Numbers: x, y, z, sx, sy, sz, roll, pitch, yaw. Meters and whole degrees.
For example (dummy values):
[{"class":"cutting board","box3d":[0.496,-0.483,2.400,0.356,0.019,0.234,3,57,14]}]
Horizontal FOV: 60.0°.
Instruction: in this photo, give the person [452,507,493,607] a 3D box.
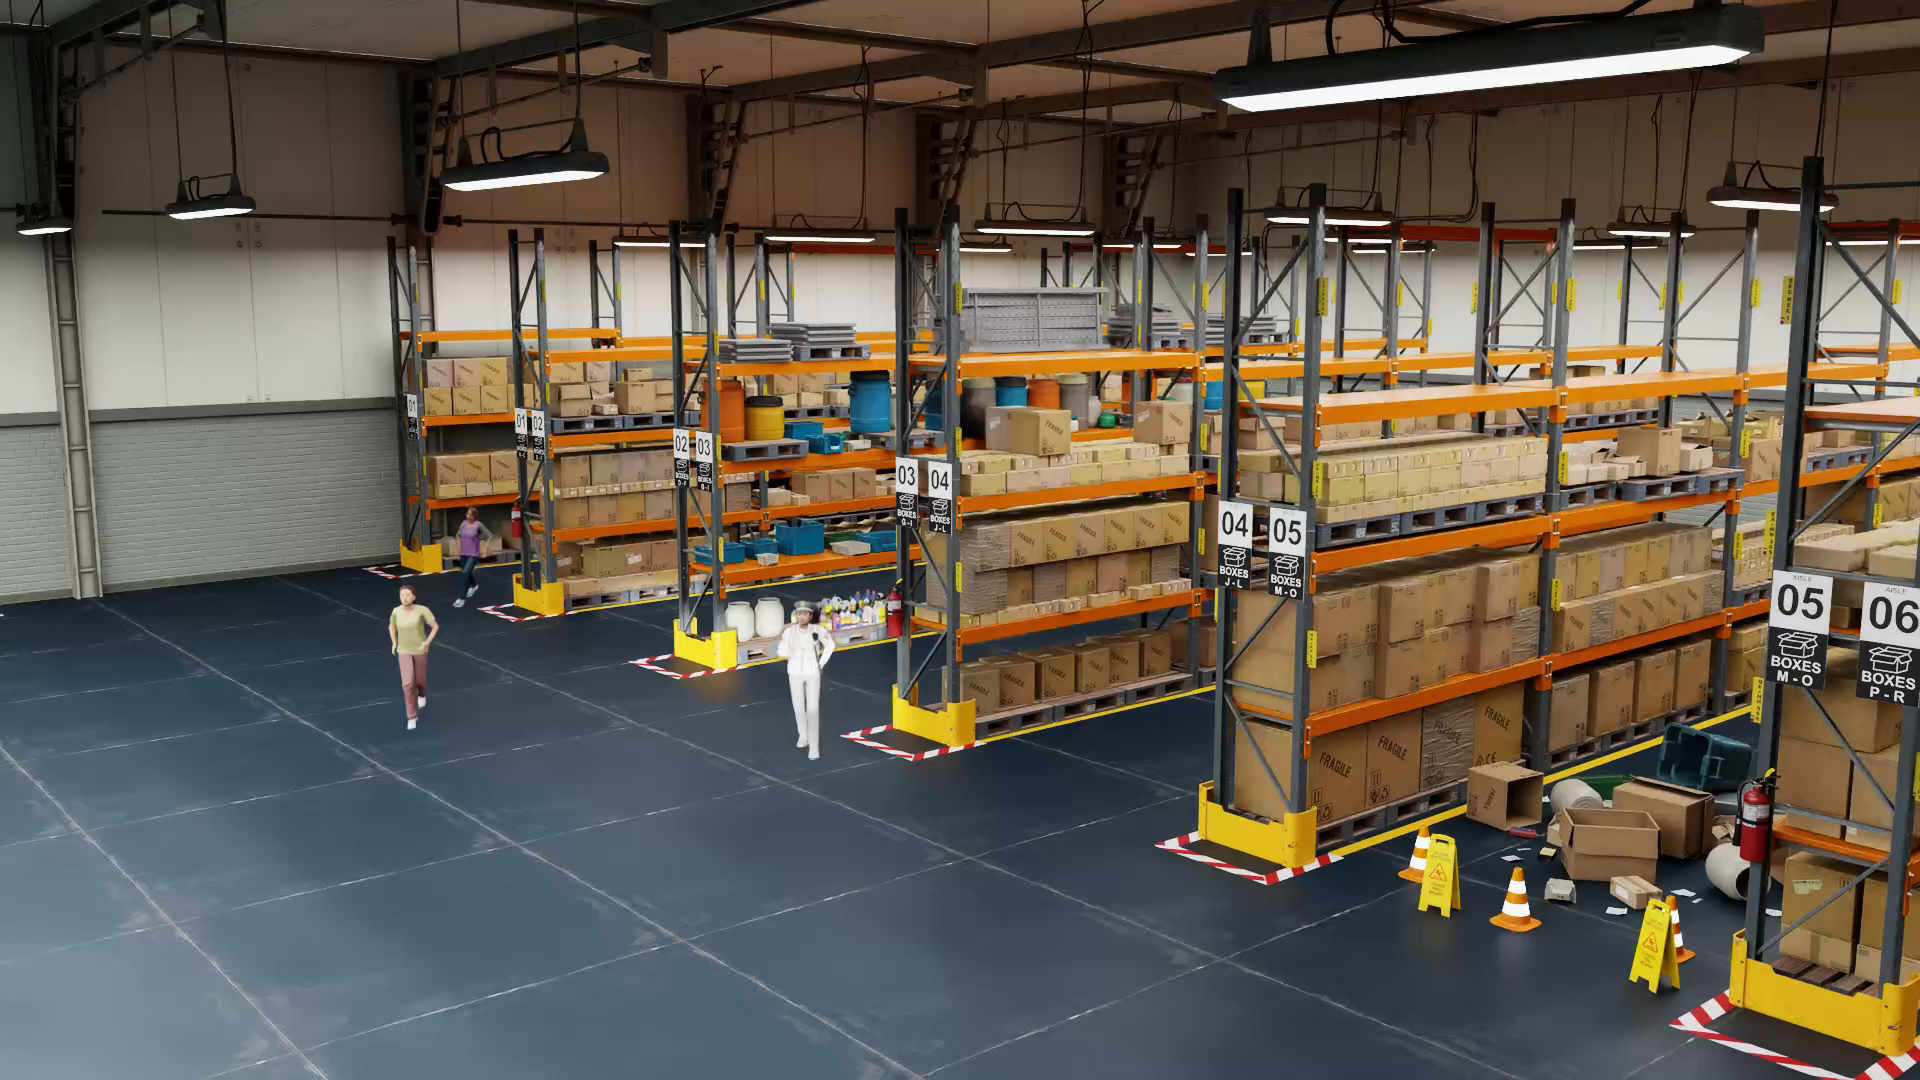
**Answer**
[{"class":"person","box3d":[-7.893,0.249,26.926,0.615,1.589,0.823,3,9,17]}]

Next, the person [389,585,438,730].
[{"class":"person","box3d":[-6.460,1.339,19.715,0.582,1.685,0.795,-1,9,-8]}]

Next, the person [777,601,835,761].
[{"class":"person","box3d":[-1.713,1.529,18.354,0.614,1.764,0.655,1,9,5]}]
